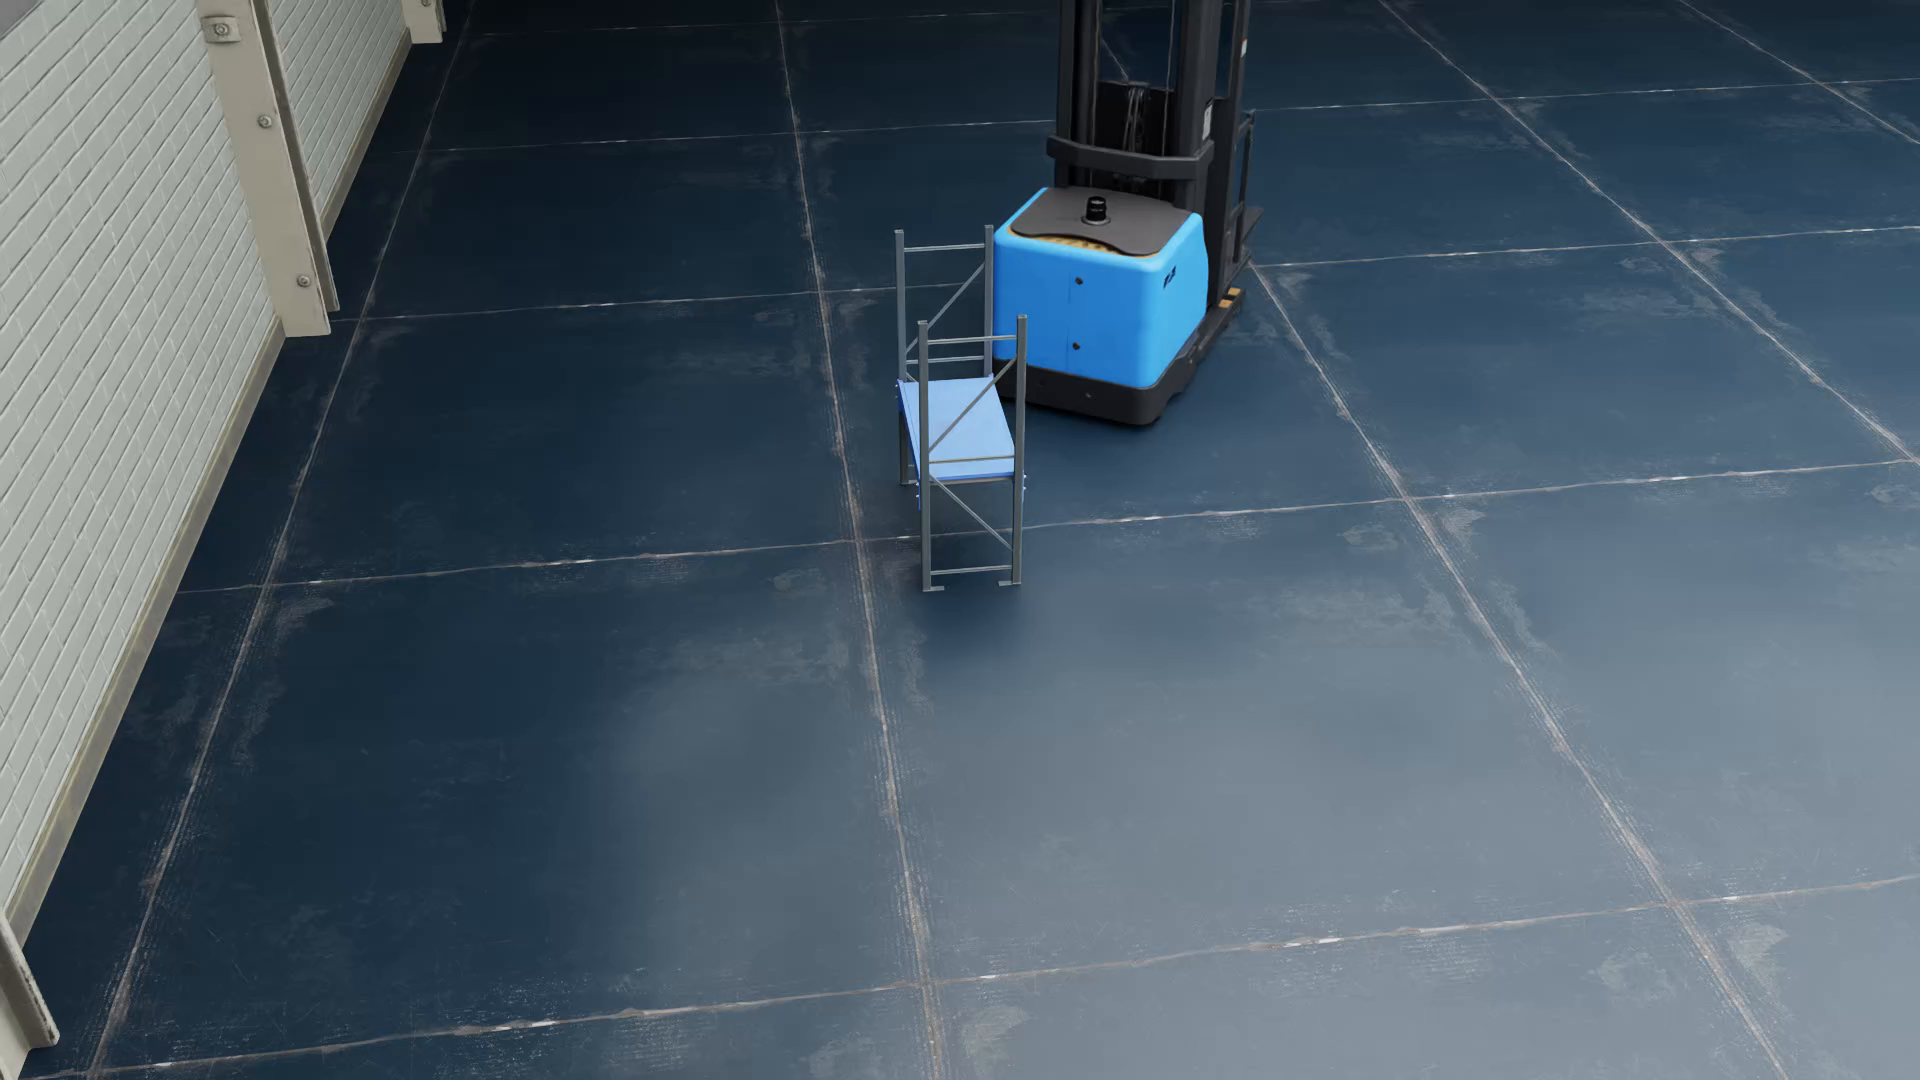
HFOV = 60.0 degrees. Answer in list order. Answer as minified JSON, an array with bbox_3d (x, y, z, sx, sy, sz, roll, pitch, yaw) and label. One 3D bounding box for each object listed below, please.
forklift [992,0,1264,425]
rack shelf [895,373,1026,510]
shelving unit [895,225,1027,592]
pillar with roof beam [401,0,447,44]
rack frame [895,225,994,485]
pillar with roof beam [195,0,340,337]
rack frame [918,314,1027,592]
[{"bbox_3d":[1.230,-2.694,10.100,1.130,2.935,3.031,14,37,20],"label":"forklift"},{"bbox_3d":[-0.011,-0.519,8.499,0.538,0.185,1.000,-4,35,-6],"label":"rack shelf"},{"bbox_3d":[-0.011,-0.667,8.397,0.538,1.500,1.048,-4,35,-6],"label":"shelving unit"},{"bbox_3d":[-0.772,-8.812,13.689,9.100,9.000,0.400,-4,35,-6],"label":"pillar with roof beam"},{"bbox_3d":[-0.080,-0.951,8.814,0.500,1.500,0.032,-4,35,-6],"label":"rack frame"},{"bbox_3d":[0.035,-5.463,8.776,9.100,9.000,0.400,-4,35,-6],"label":"pillar with roof beam"},{"bbox_3d":[0.057,-0.384,7.981,0.500,1.500,0.032,-4,35,-6],"label":"rack frame"}]
